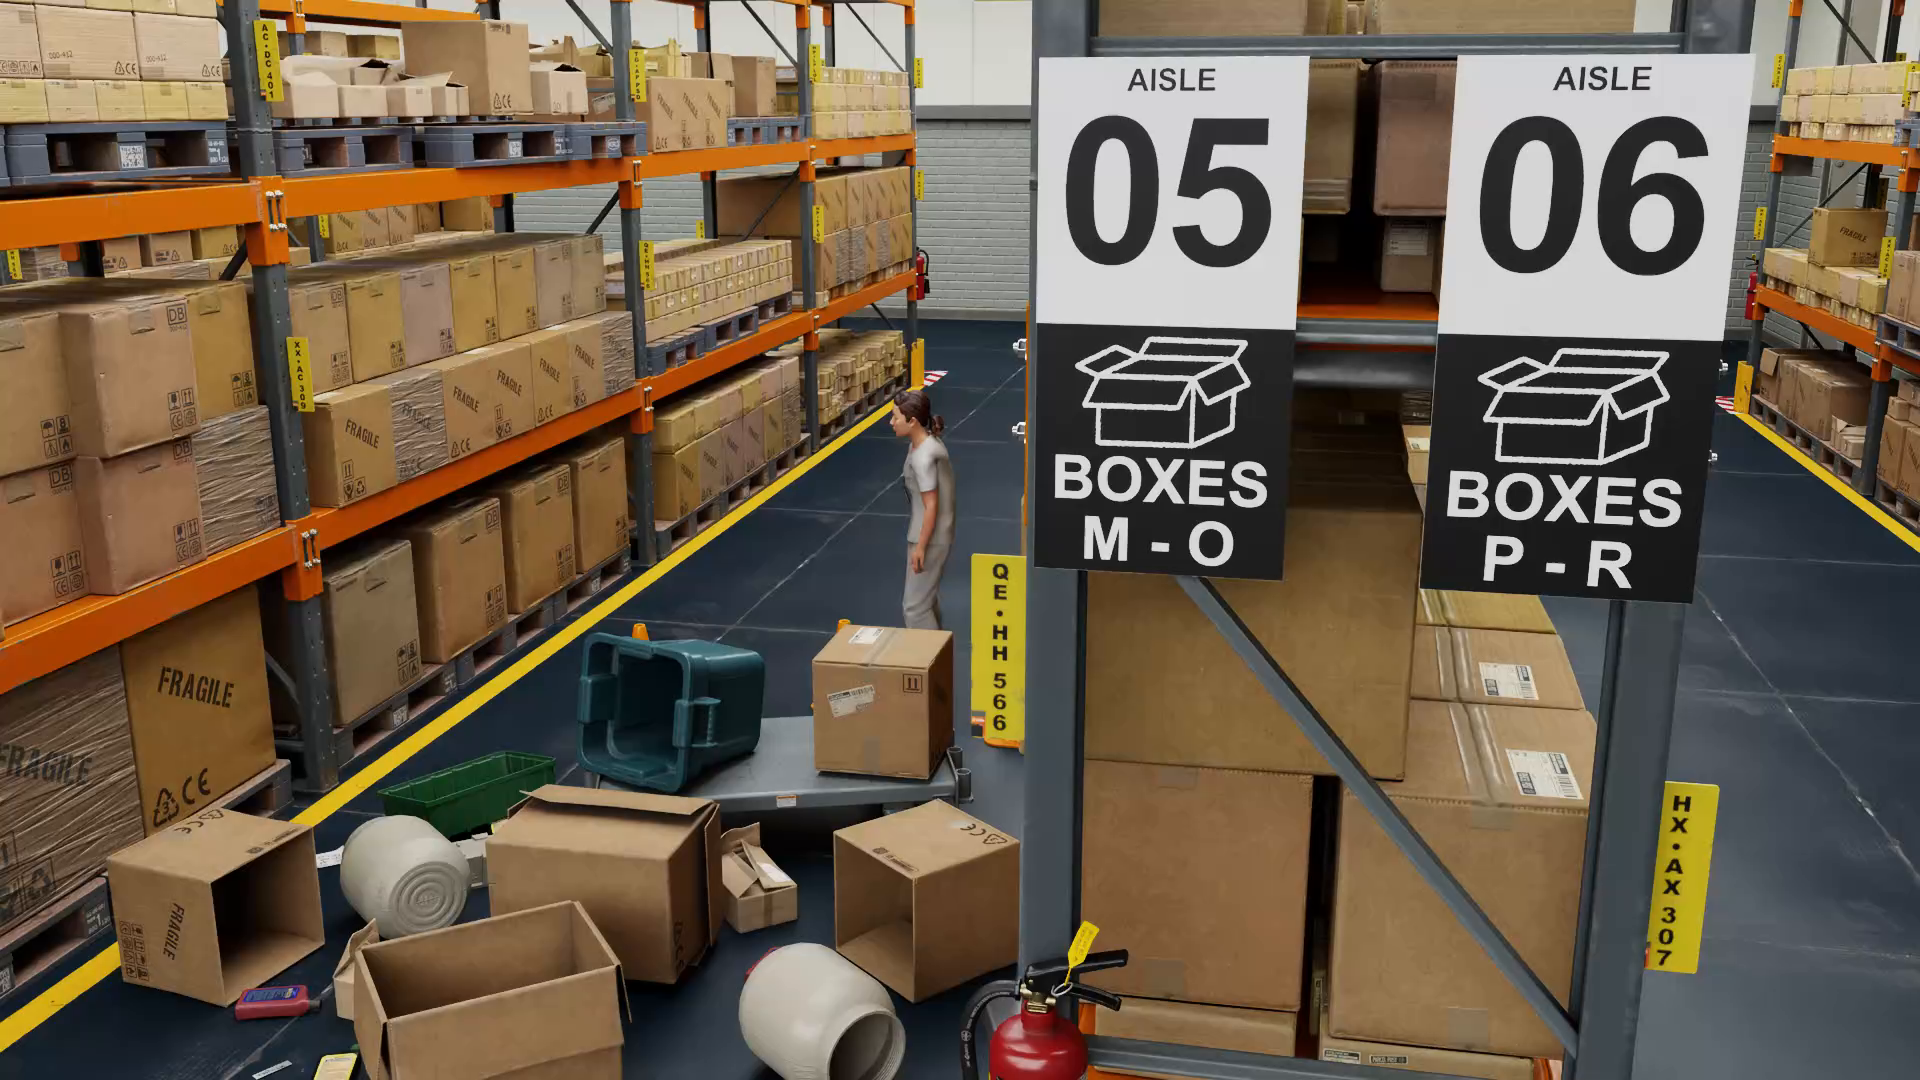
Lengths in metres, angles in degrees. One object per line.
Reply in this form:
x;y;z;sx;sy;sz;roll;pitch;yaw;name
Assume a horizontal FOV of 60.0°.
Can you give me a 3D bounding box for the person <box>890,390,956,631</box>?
-0.206;0.008;8.987;0.365;1.671;0.514;0;15;-1;person
